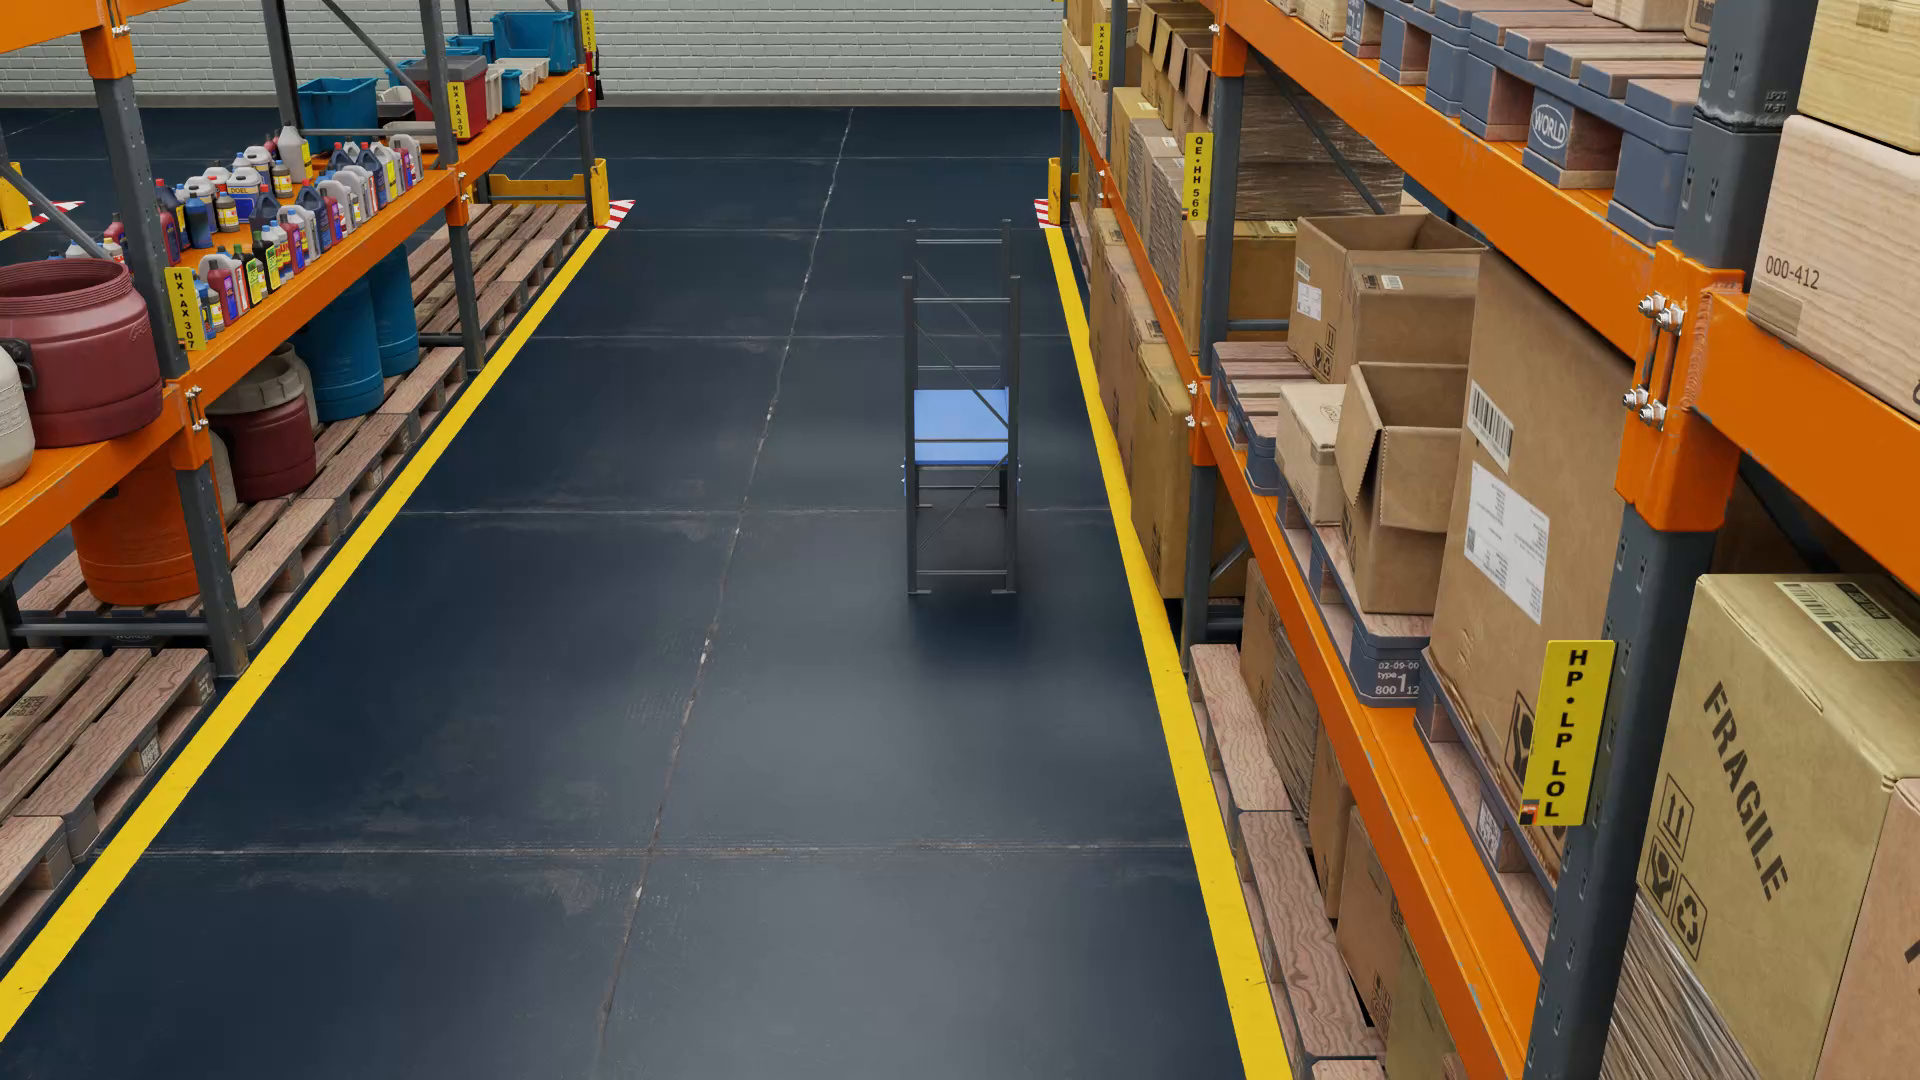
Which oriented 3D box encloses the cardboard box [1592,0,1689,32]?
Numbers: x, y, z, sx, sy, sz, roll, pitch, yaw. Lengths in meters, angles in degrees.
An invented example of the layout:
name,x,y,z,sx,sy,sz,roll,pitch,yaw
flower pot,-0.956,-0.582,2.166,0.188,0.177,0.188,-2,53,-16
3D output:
name,x,y,z,sx,sy,sz,roll,pitch,yaw
cardboard box,1.371,-1.061,2.970,0.396,0.266,0.258,1,24,1

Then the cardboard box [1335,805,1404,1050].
name,x,y,z,sx,sy,sz,roll,pitch,yaw
cardboard box,1.503,1.081,4.720,0.700,0.500,0.500,-2,24,-5

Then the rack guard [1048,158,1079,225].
name,x,y,z,sx,sy,sz,roll,pitch,yaw
rack guard,1.350,-2.993,14.262,1.175,0.500,0.348,0,24,-1

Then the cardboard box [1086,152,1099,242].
name,x,y,z,sx,sy,sz,roll,pitch,yaw
cardboard box,1.447,-2.707,12.665,0.875,0.875,0.875,0,24,-1

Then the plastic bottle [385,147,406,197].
name,x,y,z,sx,sy,sz,roll,pitch,yaw
plastic bottle,-3.227,-2.084,9.368,0.152,0.276,0.135,0,24,-1

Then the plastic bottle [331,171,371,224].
name,x,y,z,sx,sy,sz,roll,pitch,yaw
plastic bottle,-3.220,-1.821,8.786,0.152,0.276,0.135,0,24,-1

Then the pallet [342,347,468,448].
name,x,y,z,sx,sy,sz,roll,pitch,yaw
pallet,-3.592,-0.863,9.902,1.003,0.211,1.213,0,24,-1

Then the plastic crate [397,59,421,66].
name,x,y,z,sx,sy,sz,roll,pitch,yaw
plastic crate,-3.914,-3.405,12.270,0.416,0.233,0.300,0,24,-1

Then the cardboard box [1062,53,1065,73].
name,x,y,z,sx,sy,sz,roll,pitch,yaw
cardboard box,1.024,-3.860,13.450,0.380,0.149,0.250,0,24,0

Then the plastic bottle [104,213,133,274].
name,x,y,z,sx,sy,sz,roll,pitch,yaw
plastic bottle,-3.959,-1.386,7.817,0.061,0.283,0.133,0,24,-1

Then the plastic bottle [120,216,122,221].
name,x,y,z,sx,sy,sz,roll,pitch,yaw
plastic bottle,-3.919,-1.483,7.948,0.144,0.351,0.185,0,24,-1

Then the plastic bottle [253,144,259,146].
name,x,y,z,sx,sy,sz,roll,pitch,yaw
plastic bottle,-3.959,-2.098,9.404,0.097,0.271,0.097,0,24,0

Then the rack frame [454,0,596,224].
name,x,y,z,sx,sy,sz,roll,pitch,yaw
rack frame,-3.602,-4.100,13.676,1.000,3.000,0.127,0,24,-1

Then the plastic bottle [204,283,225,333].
name,x,y,z,sx,sy,sz,roll,pitch,yaw
plastic bottle,-3.172,-0.981,7.020,0.097,0.201,0.097,0,24,0

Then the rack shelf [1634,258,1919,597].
name,x,y,z,sx,sy,sz,roll,pitch,yaw
rack shelf,1.503,0.608,0.500,1.077,0.370,4.000,0,24,-1

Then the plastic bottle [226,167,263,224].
name,x,y,z,sx,sy,sz,roll,pitch,yaw
plastic bottle,-3.772,-1.822,8.789,0.152,0.276,0.135,0,24,-1

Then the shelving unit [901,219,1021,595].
name,x,y,z,sx,sy,sz,roll,pitch,yaw
shelving unit,0.001,-0.648,7.863,0.538,1.500,1.048,0,24,-1

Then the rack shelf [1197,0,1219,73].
name,x,y,z,sx,sy,sz,roll,pitch,yaw
rack shelf,1.416,-2.689,7.788,1.077,0.370,4.000,0,24,-1

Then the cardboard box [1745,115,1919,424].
name,x,y,z,sx,sy,sz,roll,pitch,yaw
cardboard box,1.230,-0.289,1.792,0.500,0.250,0.500,-1,24,-3

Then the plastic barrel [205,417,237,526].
name,x,y,z,sx,sy,sz,roll,pitch,yaw
plastic barrel,-3.633,-0.295,7.772,0.421,0.512,0.421,0,24,0

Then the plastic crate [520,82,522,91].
name,x,y,z,sx,sy,sz,roll,pitch,yaw
plastic crate,-3.374,-3.316,12.189,0.298,0.136,0.250,0,24,-1

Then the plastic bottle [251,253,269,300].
name,x,y,z,sx,sy,sz,roll,pitch,yaw
plastic bottle,-3.177,-1.186,7.474,0.097,0.201,0.097,0,24,0

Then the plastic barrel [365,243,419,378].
name,x,y,z,sx,sy,sz,roll,pitch,yaw
plastic barrel,-3.570,-1.463,9.881,0.600,0.901,0.708,0,24,-1

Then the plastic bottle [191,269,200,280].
name,x,y,z,sx,sy,sz,roll,pitch,yaw
plastic bottle,-3.326,-1.075,7.229,0.097,0.201,0.097,0,24,0

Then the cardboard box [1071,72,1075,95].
name,x,y,z,sx,sy,sz,roll,pitch,yaw
cardboard box,1.037,-3.437,12.514,0.380,0.149,0.250,-1,24,-2

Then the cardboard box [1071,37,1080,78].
name,x,y,z,sx,sy,sz,roll,pitch,yaw
cardboard box,1.100,-3.569,12.323,0.500,0.250,0.500,-1,24,-2

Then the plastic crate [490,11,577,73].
name,x,y,z,sx,sy,sz,roll,pitch,yaw
plastic crate,-3.412,-4.006,13.353,0.616,0.435,0.499,0,24,-1

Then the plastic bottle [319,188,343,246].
name,x,y,z,sx,sy,sz,roll,pitch,yaw
plastic bottle,-3.170,-1.633,8.363,0.061,0.283,0.133,0,24,-1

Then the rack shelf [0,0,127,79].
name,x,y,z,sx,sy,sz,roll,pitch,yaw
rack shelf,-3.493,-1.018,4.095,1.077,0.370,4.000,0,24,-1

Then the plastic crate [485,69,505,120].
name,x,y,z,sx,sy,sz,roll,pitch,yaw
plastic crate,-3.391,-3.055,11.436,0.437,0.282,0.530,0,24,-1

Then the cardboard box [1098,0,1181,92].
name,x,y,z,sx,sy,sz,roll,pitch,yaw
cardboard box,1.122,-3.071,10.312,0.500,0.500,0.500,0,24,1

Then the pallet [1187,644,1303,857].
name,x,y,z,sx,sy,sz,roll,pitch,yaw
pallet,1.445,0.767,6.299,1.003,0.211,1.213,0,24,-1

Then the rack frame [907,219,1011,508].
name,x,y,z,sx,sy,sz,roll,pitch,yaw
rack frame,-0.005,-0.858,8.326,0.500,1.500,0.032,0,24,-1

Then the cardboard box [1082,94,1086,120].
name,x,y,z,sx,sy,sz,roll,pitch,yaw
cardboard box,1.049,-3.013,11.578,0.380,0.149,0.250,-1,24,-1

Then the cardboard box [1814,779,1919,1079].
name,x,y,z,sx,sy,sz,roll,pitch,yaw
cardboard box,1.239,0.578,1.636,0.500,0.500,0.500,0,24,-1

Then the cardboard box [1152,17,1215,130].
name,x,y,z,sx,sy,sz,roll,pitch,yaw
cardboard box,1.405,-2.431,8.646,0.797,0.503,0.637,0,24,0

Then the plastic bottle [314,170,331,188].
name,x,y,z,sx,sy,sz,roll,pitch,yaw
plastic bottle,-3.345,-1.810,8.769,0.097,0.271,0.097,0,24,0

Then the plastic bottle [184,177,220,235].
name,x,y,z,sx,sy,sz,roll,pitch,yaw
plastic bottle,-3.922,-1.726,8.576,0.152,0.276,0.135,0,24,-1

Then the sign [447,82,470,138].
name,x,y,z,sx,sy,sz,roll,pitch,yaw
sign,-3.009,-2.580,9.978,0.100,0.325,0.005,0,24,-1

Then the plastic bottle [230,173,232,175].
name,x,y,z,sx,sy,sz,roll,pitch,yaw
plastic bottle,-3.955,-1.890,9.030,0.097,0.201,0.097,0,24,0

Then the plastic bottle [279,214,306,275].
name,x,y,z,sx,sy,sz,roll,pitch,yaw
plastic bottle,-3.164,-1.407,7.862,0.061,0.283,0.133,0,24,-1

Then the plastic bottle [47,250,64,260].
name,x,y,z,sx,sy,sz,roll,pitch,yaw
plastic bottle,-3.934,-1.133,7.271,0.097,0.271,0.097,0,24,0

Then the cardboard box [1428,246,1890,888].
name,x,y,z,sx,sy,sz,roll,pitch,yaw
cardboard box,1.613,0.030,3.307,1.000,1.000,1.000,0,24,0

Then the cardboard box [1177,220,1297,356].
name,x,y,z,sx,sy,sz,roll,pitch,yaw
cardboard box,1.184,-1.074,6.863,0.500,0.500,0.500,0,24,1

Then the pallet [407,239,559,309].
name,x,y,z,sx,sy,sz,roll,pitch,yaw
pallet,-3.622,-1.988,12.390,1.003,0.211,1.213,0,24,-1

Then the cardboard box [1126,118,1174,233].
name,x,y,z,sx,sy,sz,roll,pitch,yaw
cardboard box,1.160,-1.916,8.724,0.500,0.500,0.500,-1,24,-2

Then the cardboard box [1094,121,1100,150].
name,x,y,z,sx,sy,sz,roll,pitch,yaw
cardboard box,1.060,-2.590,10.642,0.380,0.149,0.250,0,24,0

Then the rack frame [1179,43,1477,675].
name,x,y,z,sx,sy,sz,roll,pitch,yaw
rack frame,1.438,-0.826,6.436,1.000,3.000,0.127,0,24,-1

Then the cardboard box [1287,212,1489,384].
name,x,y,z,sx,sy,sz,roll,pitch,yaw
cardboard box,1.483,-0.840,5.837,0.500,0.500,0.500,-3,25,-7

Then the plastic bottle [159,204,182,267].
name,x,y,z,sx,sy,sz,roll,pitch,yaw
plastic bottle,-3.816,-1.463,7.986,0.061,0.283,0.133,0,24,-1

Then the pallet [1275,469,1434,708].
name,x,y,z,sx,sy,sz,roll,pitch,yaw
pallet,1.500,0.077,4.672,1.003,0.211,1.213,0,24,-1

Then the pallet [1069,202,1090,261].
name,x,y,z,sx,sy,sz,roll,pitch,yaw
pallet,1.437,-2.523,13.572,1.003,0.211,1.213,0,24,-1

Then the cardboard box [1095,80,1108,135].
name,x,y,z,sx,sy,sz,roll,pitch,yaw
cardboard box,1.127,-2.722,10.450,0.500,0.250,0.500,-1,24,-2

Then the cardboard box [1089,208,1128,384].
name,x,y,z,sx,sy,sz,roll,pitch,yaw
cardboard box,1.421,-1.434,9.849,1.225,0.875,0.875,0,24,0
